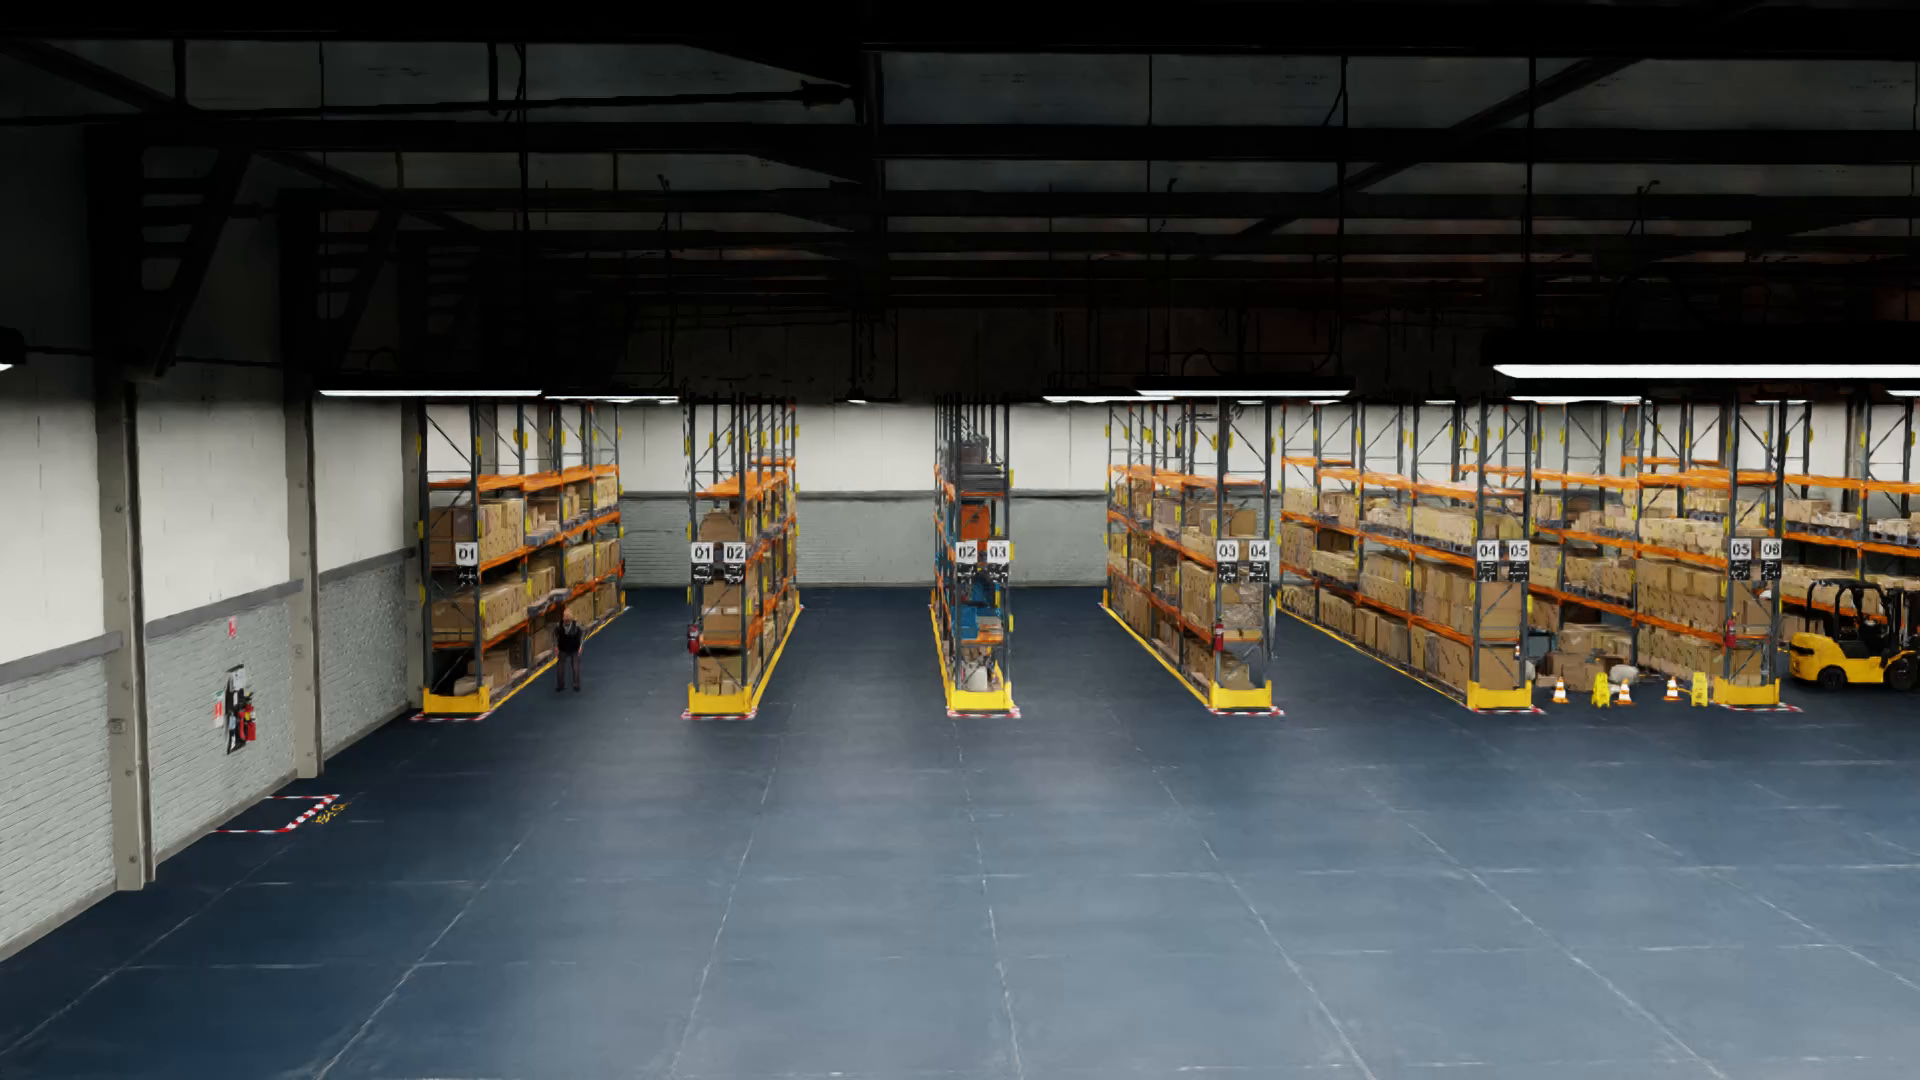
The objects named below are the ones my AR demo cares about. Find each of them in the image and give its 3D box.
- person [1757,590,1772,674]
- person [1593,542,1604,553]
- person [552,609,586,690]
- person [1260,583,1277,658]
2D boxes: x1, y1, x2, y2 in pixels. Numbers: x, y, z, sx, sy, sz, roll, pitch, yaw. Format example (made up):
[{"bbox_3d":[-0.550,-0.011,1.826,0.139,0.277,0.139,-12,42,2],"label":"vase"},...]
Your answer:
[{"bbox_3d":[17.253,1.967,35.694,0.490,1.775,0.578,2,5,22],"label":"person"},{"bbox_3d":[19.275,0.880,50.149,0.691,1.664,0.481,-3,5,-31],"label":"person"},{"bbox_3d":[-7.883,2.211,33.518,0.677,1.674,0.529,0,5,-4],"label":"person"},{"bbox_3d":[7.068,1.853,38.163,0.362,1.728,0.538,-3,5,-29],"label":"person"}]
